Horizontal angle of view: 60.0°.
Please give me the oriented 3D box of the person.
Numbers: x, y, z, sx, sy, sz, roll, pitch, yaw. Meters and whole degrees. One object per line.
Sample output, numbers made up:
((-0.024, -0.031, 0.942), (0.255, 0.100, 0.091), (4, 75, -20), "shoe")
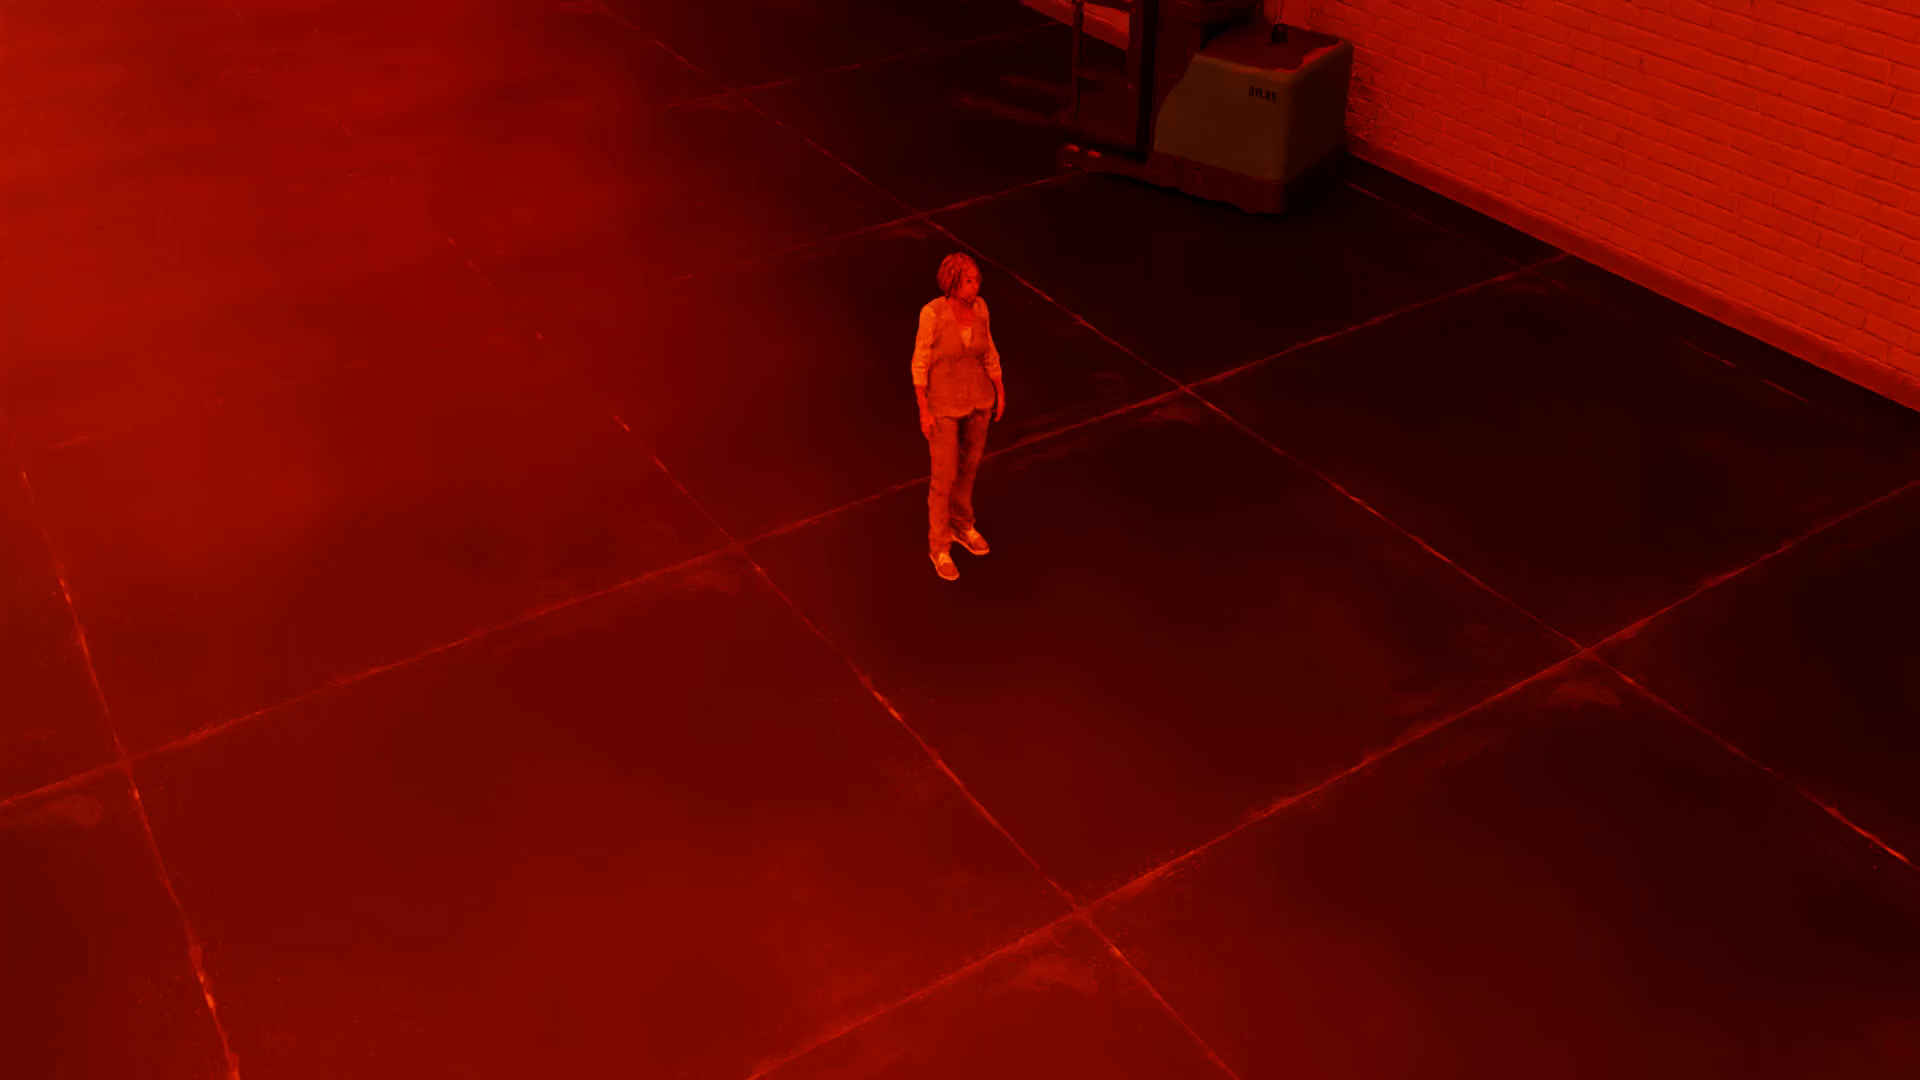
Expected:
((0.029, -0.619, 8.177), (0.521, 1.597, 0.474), (-21, 40, -27), "person")

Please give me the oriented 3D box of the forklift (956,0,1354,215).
((1.371, -4.211, 12.140), (3.031, 2.935, 1.130), (23, 41, 29), "forklift")
